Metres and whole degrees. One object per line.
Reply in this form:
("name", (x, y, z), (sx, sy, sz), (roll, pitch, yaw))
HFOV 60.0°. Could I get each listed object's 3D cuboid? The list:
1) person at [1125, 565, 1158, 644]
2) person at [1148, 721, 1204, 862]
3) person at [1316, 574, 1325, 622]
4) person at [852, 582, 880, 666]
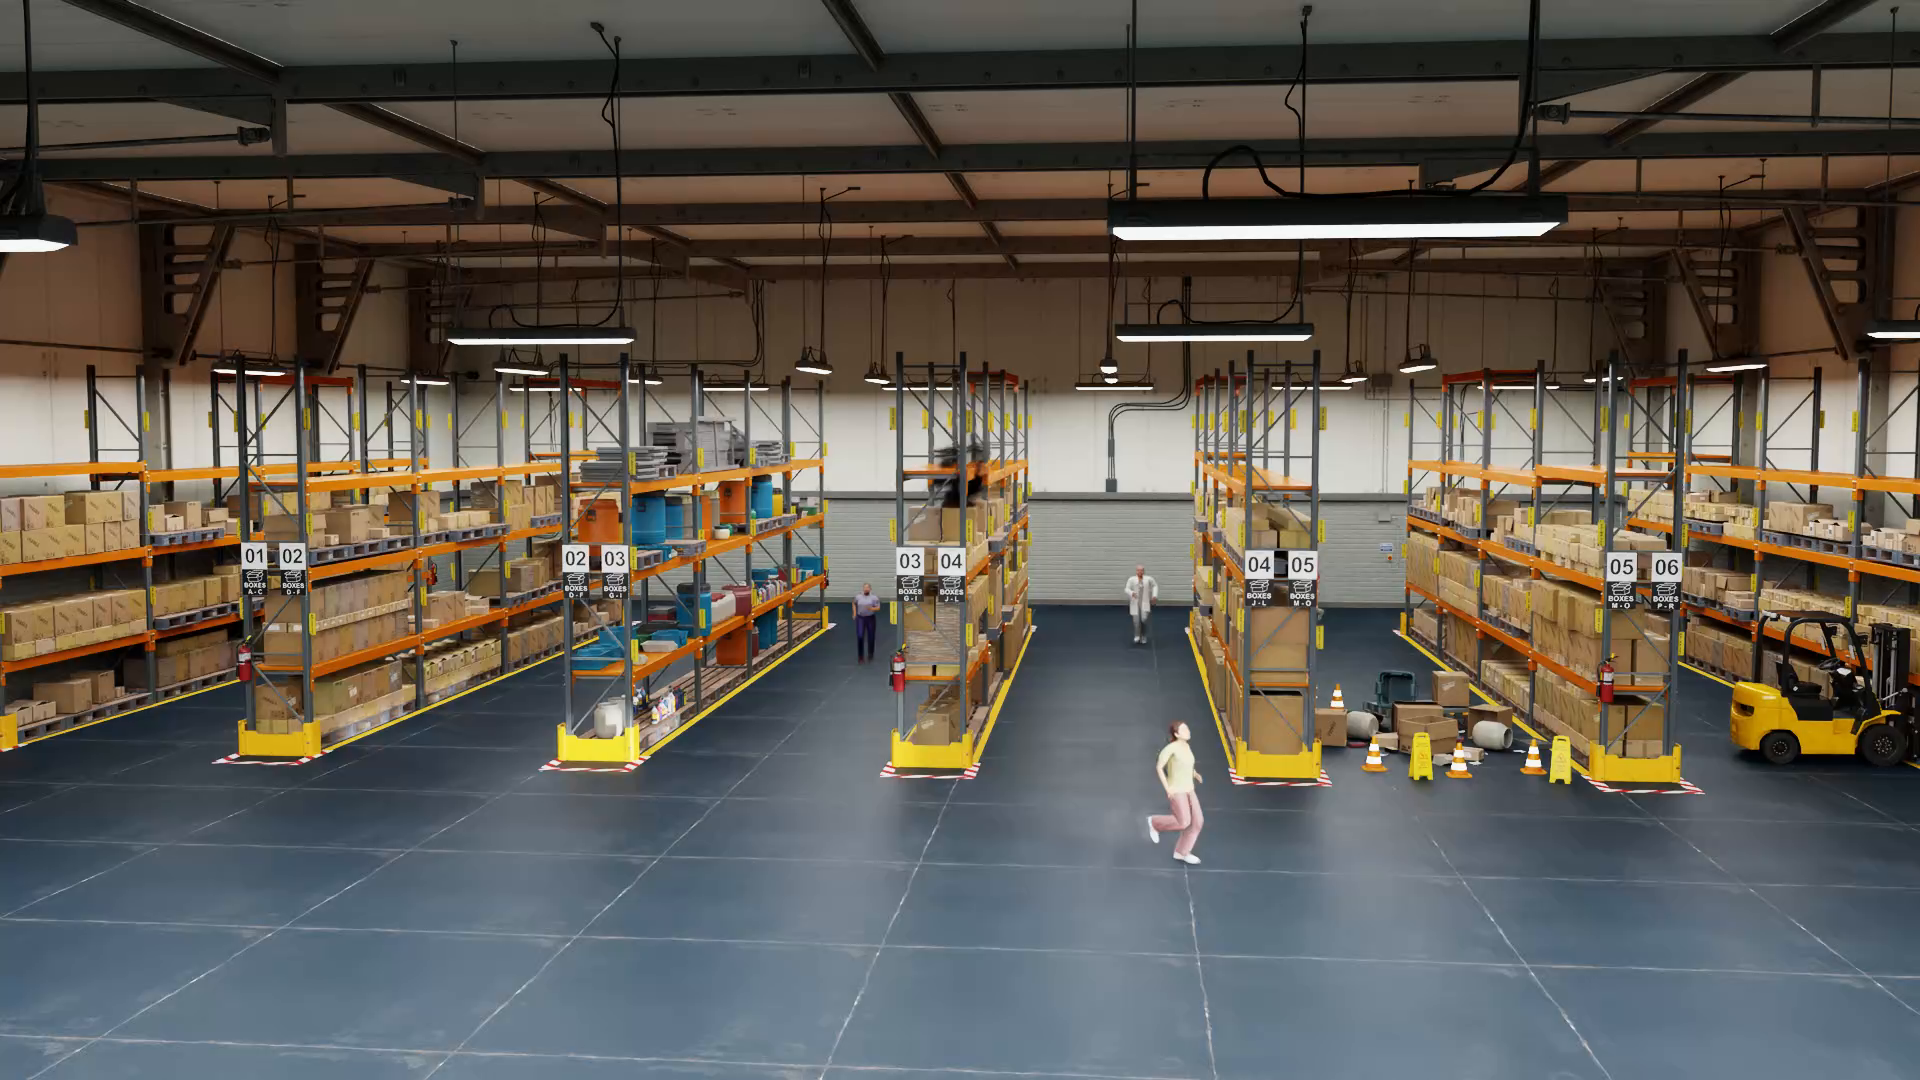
("person", (4.085, 1.474, 37.509), (0.735, 1.806, 0.756), (0, 4, 7))
("person", (2.480, 2.852, 18.998), (0.620, 1.600, 0.583), (4, 6, 44))
("person", (8.555, 1.285, 40.664), (0.664, 1.694, 0.663), (-1, 4, -8))
("person", (-1.943, 1.729, 34.518), (0.583, 1.708, 0.773), (0, 4, -2))
